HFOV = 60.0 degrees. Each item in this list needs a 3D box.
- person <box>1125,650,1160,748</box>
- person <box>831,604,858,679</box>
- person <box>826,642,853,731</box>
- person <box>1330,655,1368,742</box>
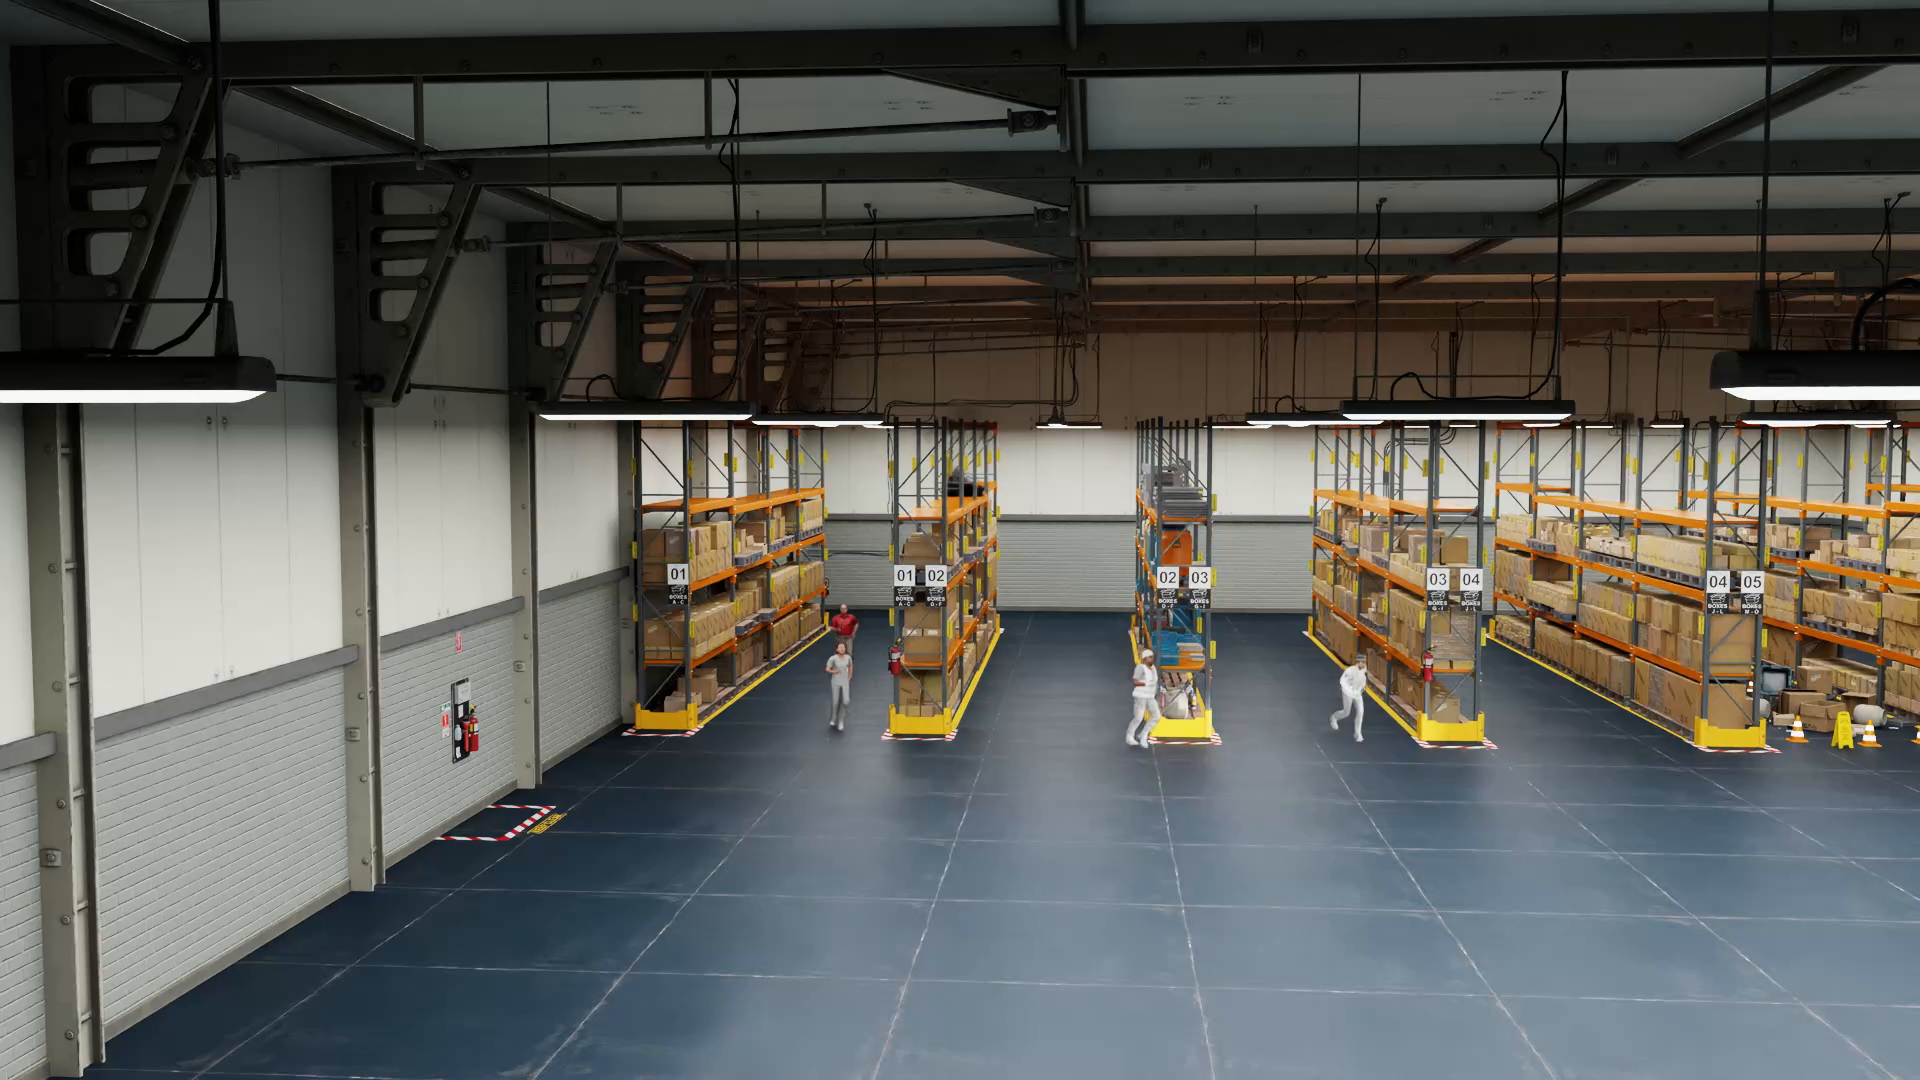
[{"bbox_3d":[3.396,2.883,30.153,0.681,1.793,0.695,-3,5,-42],"label":"person"},{"bbox_3d":[-2.671,2.367,38.458,0.641,1.761,0.683,0,4,-4],"label":"person"},{"bbox_3d":[-2.311,2.816,31.989,0.577,1.726,0.681,-1,4,-17],"label":"person"},{"bbox_3d":[7.275,2.916,31.093,0.640,1.647,0.950,-2,4,-30],"label":"person"}]
